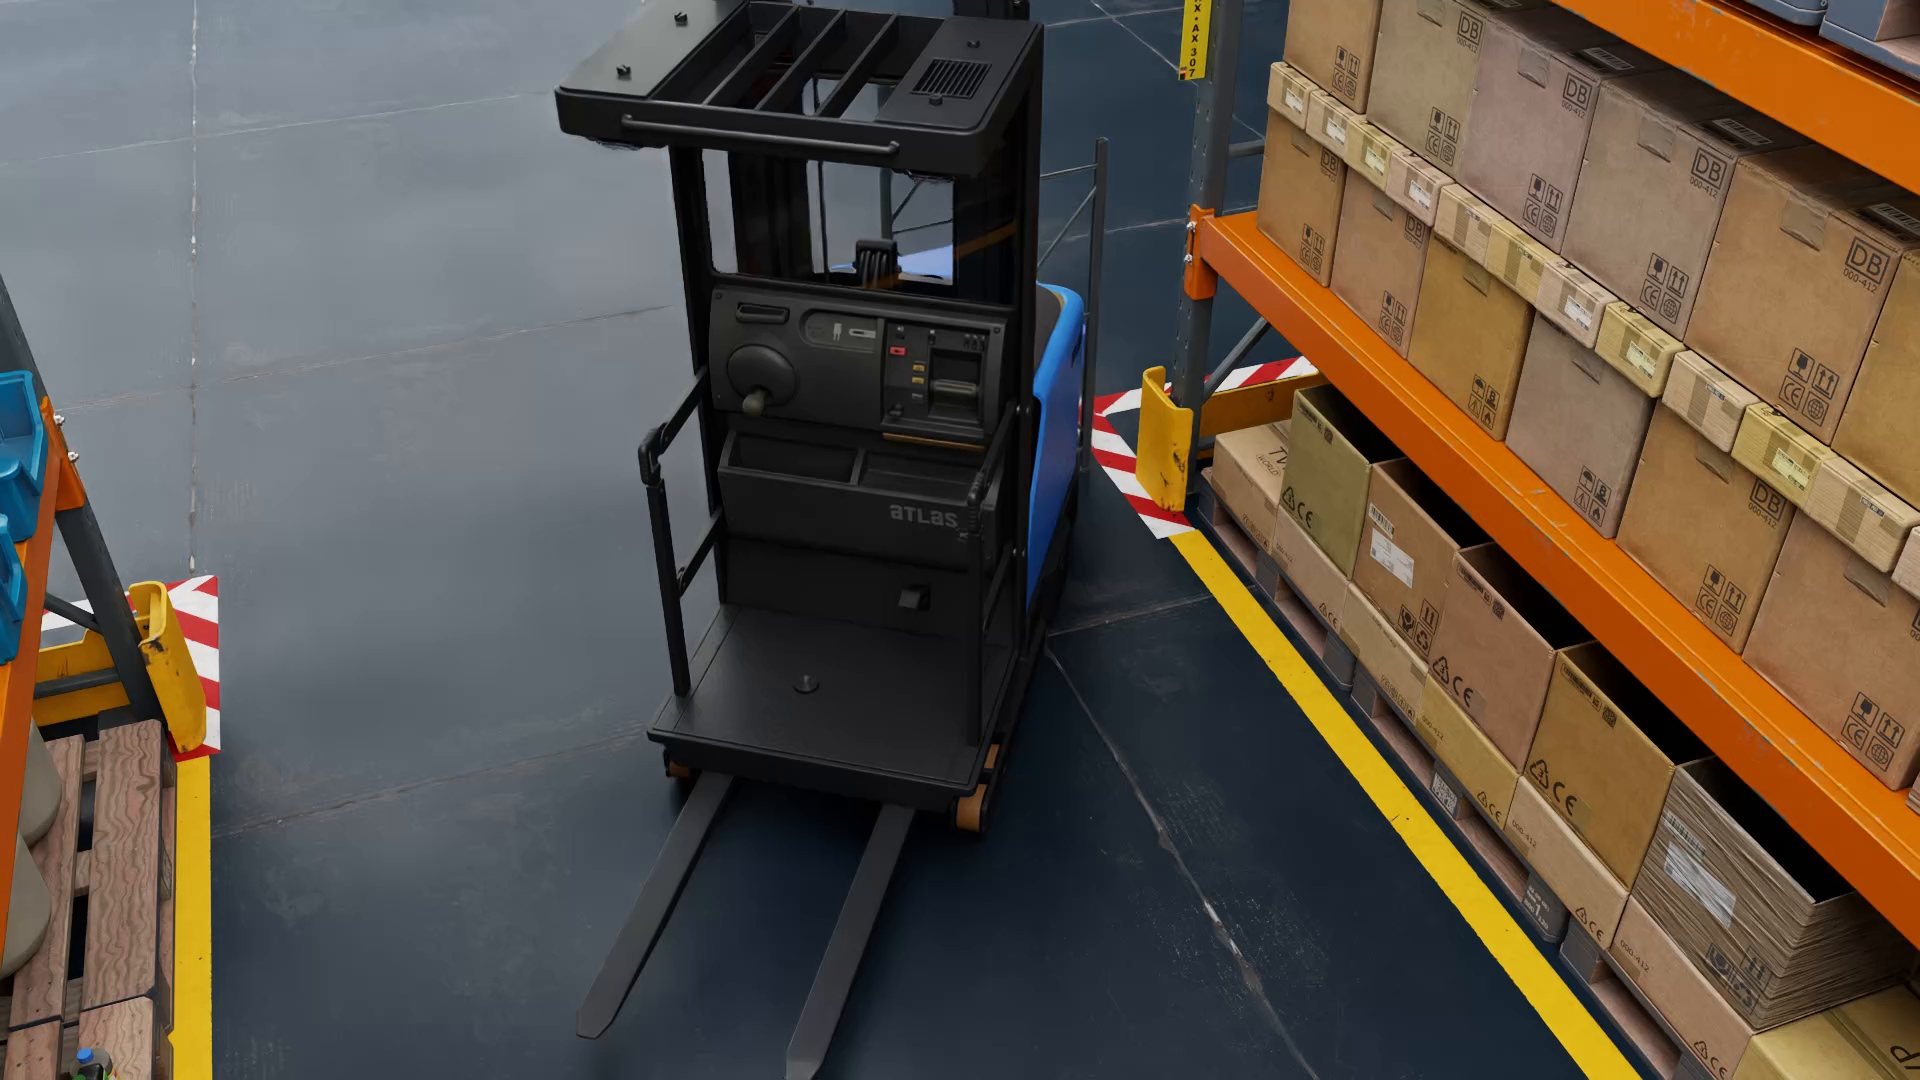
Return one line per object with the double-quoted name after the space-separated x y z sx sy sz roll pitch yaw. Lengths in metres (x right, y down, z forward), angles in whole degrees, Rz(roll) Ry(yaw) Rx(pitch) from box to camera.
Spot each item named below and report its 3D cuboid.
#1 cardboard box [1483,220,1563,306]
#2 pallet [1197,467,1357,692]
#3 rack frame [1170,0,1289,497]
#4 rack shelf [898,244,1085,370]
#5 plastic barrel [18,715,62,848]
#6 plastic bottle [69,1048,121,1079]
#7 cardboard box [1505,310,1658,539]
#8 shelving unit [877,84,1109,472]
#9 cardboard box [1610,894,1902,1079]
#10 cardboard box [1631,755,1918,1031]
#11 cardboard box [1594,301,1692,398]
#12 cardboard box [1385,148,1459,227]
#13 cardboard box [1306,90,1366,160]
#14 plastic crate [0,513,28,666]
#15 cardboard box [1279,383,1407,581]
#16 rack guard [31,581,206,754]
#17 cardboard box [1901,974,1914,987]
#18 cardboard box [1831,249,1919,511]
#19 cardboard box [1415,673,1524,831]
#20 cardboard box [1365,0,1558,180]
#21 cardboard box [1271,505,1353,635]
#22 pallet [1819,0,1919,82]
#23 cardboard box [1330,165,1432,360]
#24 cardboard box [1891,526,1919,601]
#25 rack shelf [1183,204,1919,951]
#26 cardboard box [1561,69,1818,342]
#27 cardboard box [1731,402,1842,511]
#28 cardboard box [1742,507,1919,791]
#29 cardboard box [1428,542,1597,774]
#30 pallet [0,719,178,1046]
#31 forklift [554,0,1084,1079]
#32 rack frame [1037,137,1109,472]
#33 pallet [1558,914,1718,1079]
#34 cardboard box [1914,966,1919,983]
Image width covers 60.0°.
1.726 -0.812 4.713 0.380 0.149 0.250 -13 39 -17 "cardboard box"
1.651 0.030 6.534 1.003 0.211 1.213 -12 39 -16 "pallet"
1.348 -1.507 6.257 1.000 3.000 0.127 -12 39 -16 "rack frame"
0.108 -0.980 7.104 0.538 0.185 1.000 -16 40 -20 "rack shelf"
-3.006 0.699 5.048 0.421 0.512 0.421 0 37 0 "plastic barrel"
-2.260 1.405 4.351 0.097 0.201 0.097 0 37 0 "plastic bottle"
2.032 -0.406 4.713 0.700 0.500 0.500 -11 38 -15 "cardboard box"
0.108 -1.124 6.996 0.538 1.500 1.048 -16 40 -20 "shelving unit"
2.197 1.182 4.624 0.500 0.250 0.500 -12 39 -16 "cardboard box"
2.199 0.882 4.399 0.500 0.500 0.500 -12 39 -16 "cardboard box"
1.900 -0.522 4.328 0.380 0.149 0.250 -11 38 -14 "cardboard box"
1.544 -1.107 5.104 0.380 0.149 0.250 -13 39 -17 "cardboard box"
1.374 -1.391 5.481 0.380 0.149 0.250 -13 39 -17 "cardboard box"
-2.633 0.165 4.162 0.499 0.251 0.408 -12 39 -16 "plastic crate"
1.498 -0.245 5.895 0.500 0.500 0.500 -12 39 -16 "cardboard box"
-3.234 0.548 5.607 1.175 0.500 0.348 -12 39 -16 "rack guard"
2.682 1.075 4.766 0.500 0.250 0.500 -12 39 -16 "cardboard box"
2.391 -0.340 3.547 0.700 0.500 0.500 -13 39 -16 "cardboard box"
1.838 0.620 5.369 0.500 0.250 0.500 -12 39 -16 "cardboard box"
1.701 -1.473 5.051 0.700 0.500 0.500 -13 39 -17 "cardboard box"
1.499 0.054 6.121 0.500 0.250 0.500 -12 39 -16 "cardboard box"
2.407 -0.886 3.014 1.003 0.211 1.213 -12 39 -16 "pallet"
1.682 -0.985 5.481 0.700 0.500 0.500 -11 38 -15 "cardboard box"
2.254 0.057 3.559 0.380 0.149 0.250 -14 39 -17 "cardboard box"
2.036 -0.090 4.974 1.077 0.370 4.000 -12 39 -16 "rack shelf"
2.048 -0.905 4.297 0.700 0.500 0.500 -12 39 -16 "cardboard box"
2.081 -0.231 3.941 0.380 0.149 0.250 -13 39 -16 "cardboard box"
2.378 0.167 3.952 0.700 0.500 0.500 -13 39 -16 "cardboard box"
1.837 0.321 5.144 0.500 0.500 0.500 -12 39 -16 "cardboard box"
-2.959 1.124 5.083 1.003 0.211 1.213 -12 39 -16 "pallet"
-0.372 -0.468 4.935 1.130 2.935 3.031 8 38 11 "forklift"
0.329 -0.848 6.630 0.500 1.500 0.032 -16 40 -20 "rack frame"
2.490 1.409 4.704 1.003 0.211 1.213 -12 39 -16 "pallet"
2.859 1.057 4.167 0.500 0.500 0.500 -12 39 -16 "cardboard box"
